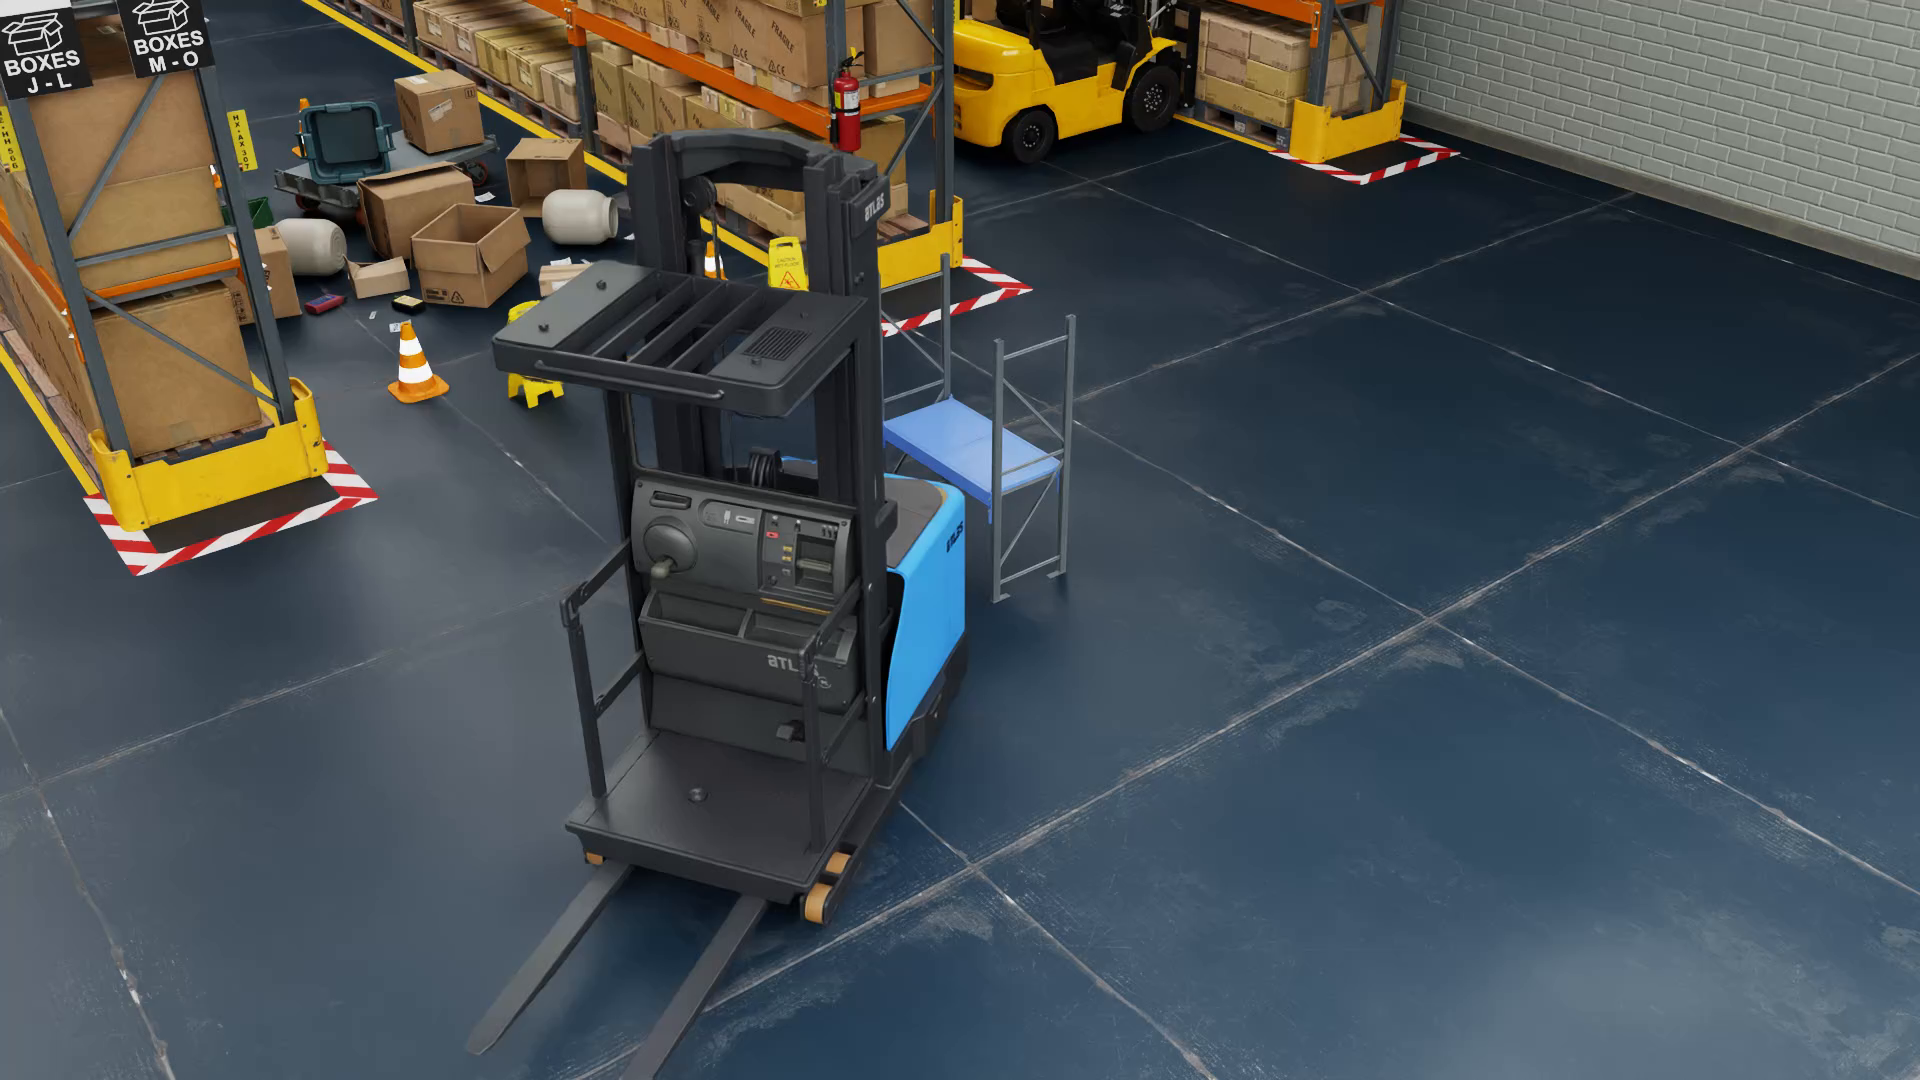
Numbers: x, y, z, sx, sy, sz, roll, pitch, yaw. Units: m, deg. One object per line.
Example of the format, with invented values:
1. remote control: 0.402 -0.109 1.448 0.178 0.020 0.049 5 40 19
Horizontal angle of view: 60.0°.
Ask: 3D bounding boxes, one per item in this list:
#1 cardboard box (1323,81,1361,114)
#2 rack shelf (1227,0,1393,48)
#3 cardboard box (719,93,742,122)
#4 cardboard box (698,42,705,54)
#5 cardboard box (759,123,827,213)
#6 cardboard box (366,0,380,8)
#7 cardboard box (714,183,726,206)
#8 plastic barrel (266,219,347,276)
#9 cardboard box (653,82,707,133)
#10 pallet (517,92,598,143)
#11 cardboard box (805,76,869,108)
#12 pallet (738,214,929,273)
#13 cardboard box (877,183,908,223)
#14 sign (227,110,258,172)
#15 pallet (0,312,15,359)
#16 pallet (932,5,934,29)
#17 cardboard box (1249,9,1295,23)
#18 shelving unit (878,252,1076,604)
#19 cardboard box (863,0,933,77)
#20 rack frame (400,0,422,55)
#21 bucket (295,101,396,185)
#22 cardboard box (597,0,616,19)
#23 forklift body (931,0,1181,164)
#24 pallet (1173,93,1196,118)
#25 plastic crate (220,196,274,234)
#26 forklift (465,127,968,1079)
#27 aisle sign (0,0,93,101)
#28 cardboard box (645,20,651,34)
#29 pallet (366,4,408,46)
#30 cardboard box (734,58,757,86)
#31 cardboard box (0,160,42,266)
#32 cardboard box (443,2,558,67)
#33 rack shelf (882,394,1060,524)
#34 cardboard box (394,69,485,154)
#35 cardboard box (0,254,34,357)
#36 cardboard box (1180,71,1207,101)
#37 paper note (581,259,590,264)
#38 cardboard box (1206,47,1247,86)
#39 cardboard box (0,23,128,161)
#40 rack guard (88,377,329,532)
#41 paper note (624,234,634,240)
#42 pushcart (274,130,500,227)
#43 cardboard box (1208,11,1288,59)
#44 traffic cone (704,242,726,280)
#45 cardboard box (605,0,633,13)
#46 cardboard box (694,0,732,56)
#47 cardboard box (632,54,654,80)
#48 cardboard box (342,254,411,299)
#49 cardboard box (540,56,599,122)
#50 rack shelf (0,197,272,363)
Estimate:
1. cardboard box: 3.298 -4.105 15.225 0.500 0.250 0.500 -22 38 -31
2. rack shelf: 2.219 -5.355 15.711 1.077 0.370 4.000 -22 38 -31
3. cardboard box: -1.601 -3.311 12.620 0.380 0.149 0.250 -22 38 -31
4. cardboard box: -1.794 -3.843 12.833 0.380 0.149 0.250 -22 38 -31
5. cardboard box: -1.171 -2.798 12.409 0.500 0.500 0.500 -22 38 -31
6. cardboard box: -6.281 -6.517 18.516 0.875 0.875 0.875 -22 38 -31
7. cardboard box: -1.818 -2.915 13.308 0.500 0.250 0.500 -24 39 -33
8. plastic barrel: -4.867 -2.172 12.346 0.512 0.421 0.421 1 32 2
9. cardboard box: -2.124 -3.446 13.453 0.500 0.500 0.500 -20 37 -29
10. pallet: -3.405 -4.026 15.532 1.003 0.211 1.213 -22 38 -31
11. cardboard box: -0.872 -3.200 11.797 0.380 0.149 0.250 -21 37 -30
12. pallet: -0.990 -2.417 12.941 1.003 0.211 1.213 -22 38 -31
13. cardboard box: -0.750 -2.656 12.891 0.500 0.250 0.500 -23 38 -32
14. sign: -3.880 -2.154 8.980 0.100 0.325 0.005 -22 38 -31
15. pallet: -6.370 -1.716 11.813 1.003 0.211 1.213 -22 38 -31
16. pallet: -0.243 -6.113 18.892 1.003 0.211 1.213 -22 38 -31
17. cardboard box: 2.991 -4.731 15.284 0.500 0.250 0.500 -22 38 -31
18. shelving unit: 0.052 -0.602 8.797 0.538 1.500 1.048 -22 38 -31
19. cardboard box: -0.545 -3.676 11.948 0.500 0.500 0.500 -23 39 -32
20. rack frame: -5.379 -6.554 16.959 1.000 3.000 0.127 -22 38 -31
21. bucket: -4.870 -3.187 13.201 0.726 0.611 0.620 -10 23 -15
22. cardboard box: -2.791 -4.456 13.820 0.380 0.149 0.250 -21 38 -30
23. forklift body: 0.841 -4.667 14.725 2.313 2.155 1.214 -22 38 -31
24. pallet: 2.199 -4.456 16.224 1.003 0.211 1.213 -22 38 -31
25. plastic crate: -5.633 -2.424 12.921 0.450 0.188 0.662 -13 33 -1
26. forklift: -0.937 0.066 6.366 1.130 2.935 3.031 11 33 17
27. aisle sign: -4.515 -2.554 8.055 0.394 0.787 0.004 -22 38 -31
28. cardboard box: -2.291 -4.140 13.311 0.380 0.149 0.250 -22 38 -32
29. pallet: -5.803 -5.722 18.263 1.003 0.211 1.213 -22 38 -31
30. cardboard box: -1.437 -3.481 12.249 0.380 0.149 0.250 -22 38 -31
31. cardboard box: -4.939 -2.002 9.488 0.875 0.550 0.550 -22 38 -31
32. cardboard box: -4.582 -5.072 16.666 0.950 0.372 0.625 -23 39 -32
33. rack shelf: 0.052 -0.449 8.892 0.538 0.185 1.000 -22 38 -31
34. cardboard box: -4.314 -3.558 13.787 0.500 0.500 0.500 -22 38 -31
35. cardboard box: -5.888 -1.860 11.017 0.875 0.875 0.875 -22 38 -31
36. cardboard box: 2.310 -4.353 15.623 0.500 0.250 0.500 -22 38 -31
37. paper note: -2.843 -2.115 12.645 0.032 0.001 0.123 -22 38 -31
38. cardboard box: 2.601 -4.364 15.168 0.500 0.250 0.500 -23 38 -32
39. cardboard box: -4.929 -2.465 9.210 0.875 0.550 0.550 -22 38 -31
40. rack guard: -4.307 -0.504 9.588 1.175 0.500 0.348 -22 38 -31
41. paper note: -2.541 -2.388 13.065 0.148 0.019 0.142 18 36 27
42. pushcart: -4.697 -3.014 13.746 0.936 0.377 1.648 18 36 27
43. cardboard box: 2.599 -4.564 15.016 0.500 0.250 0.500 -22 38 -31
44. traffic cone: -1.756 -1.904 11.877 0.336 0.463 0.334 -22 38 -31
45. cardboard box: -2.551 -4.580 13.405 0.500 0.500 0.500 -22 38 -32
46. cardboard box: -1.631 -3.945 12.383 0.500 0.500 0.500 -22 38 -32
47. cardboard box: -2.432 -3.873 13.525 0.380 0.149 0.250 -21 37 -30
48. cardboard box: -4.266 -1.961 12.156 0.396 0.266 0.258 -16 35 -23
49. cardboard box: -3.250 -4.167 15.208 0.950 0.372 0.625 -22 38 -31
50. rack shelf: -5.548 -2.104 10.476 1.077 0.370 4.000 -22 38 -31
